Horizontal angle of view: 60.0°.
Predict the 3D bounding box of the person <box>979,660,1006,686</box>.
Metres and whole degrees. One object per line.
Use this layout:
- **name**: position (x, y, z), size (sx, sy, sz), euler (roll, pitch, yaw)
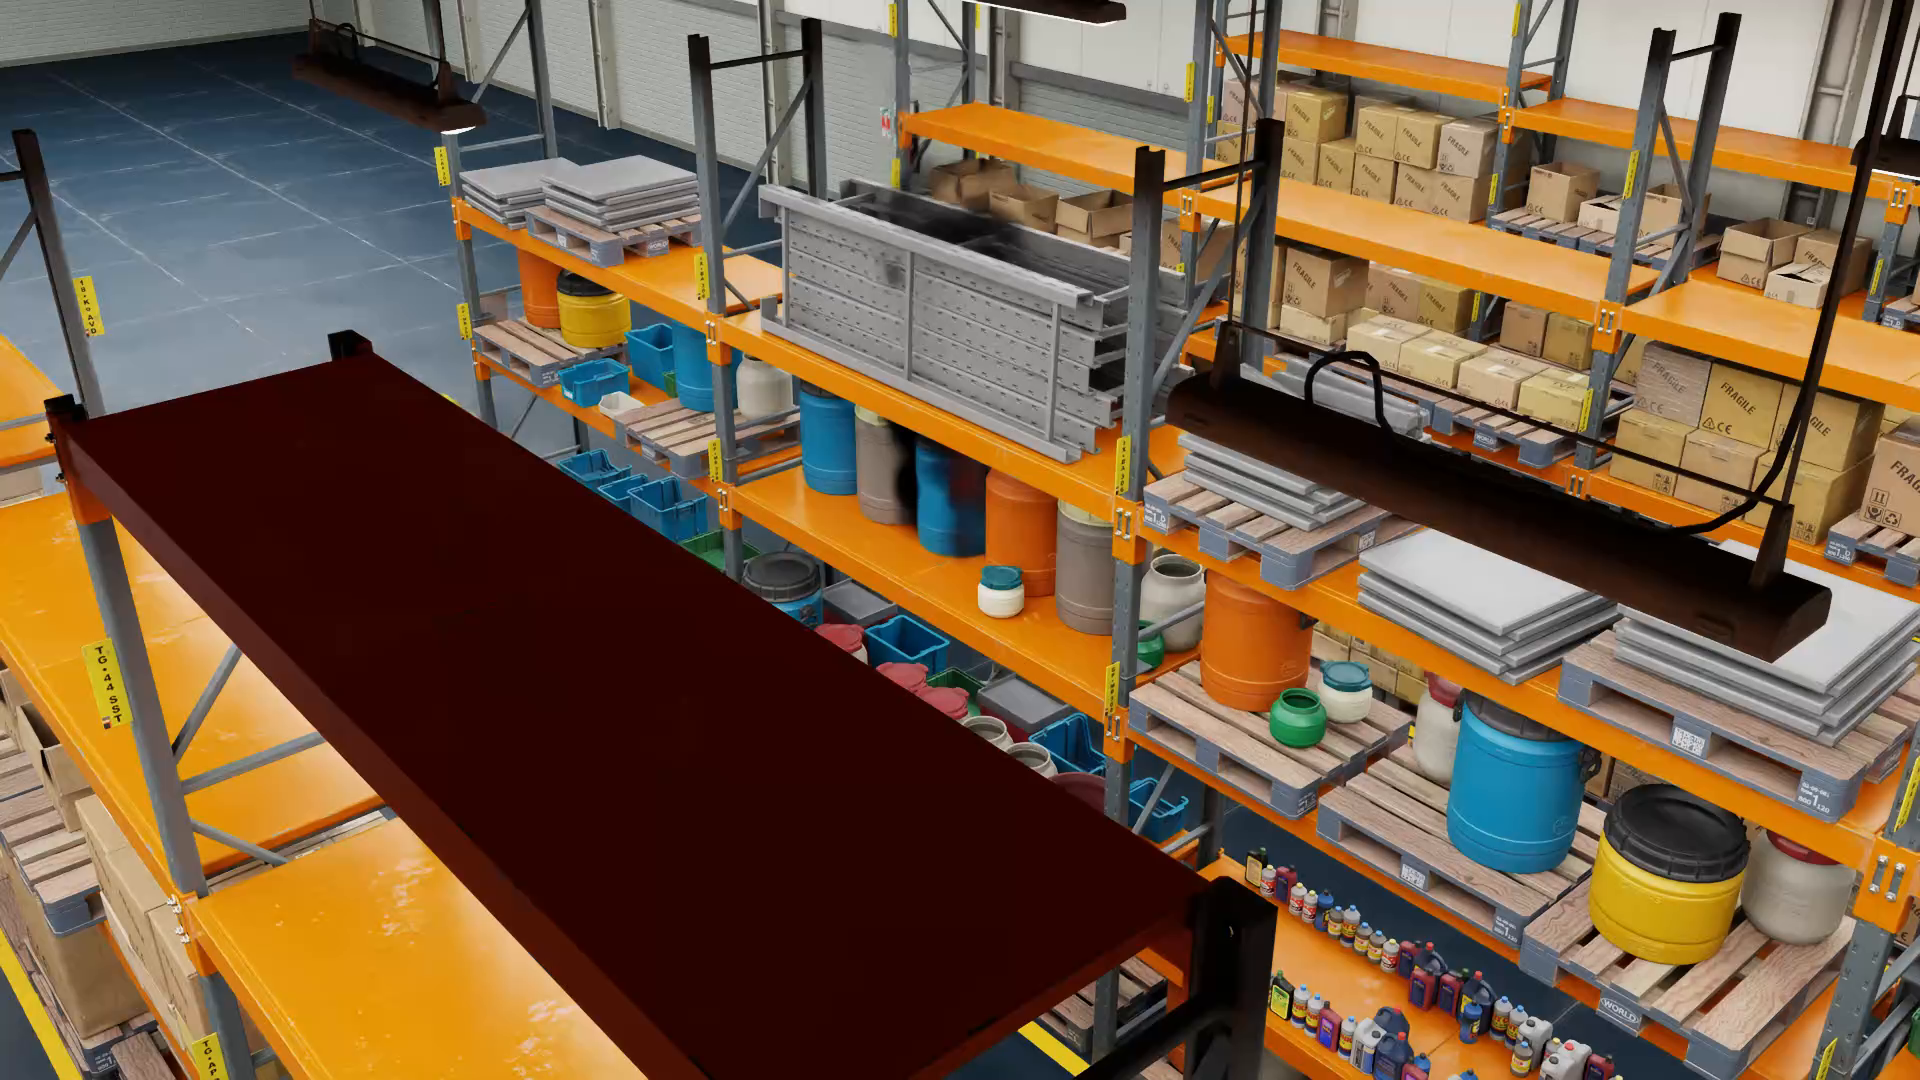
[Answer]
- **person**: position (0.465, 0.668, 14.446), size (0.777, 1.690, 0.618), euler (19, 32, 32)
